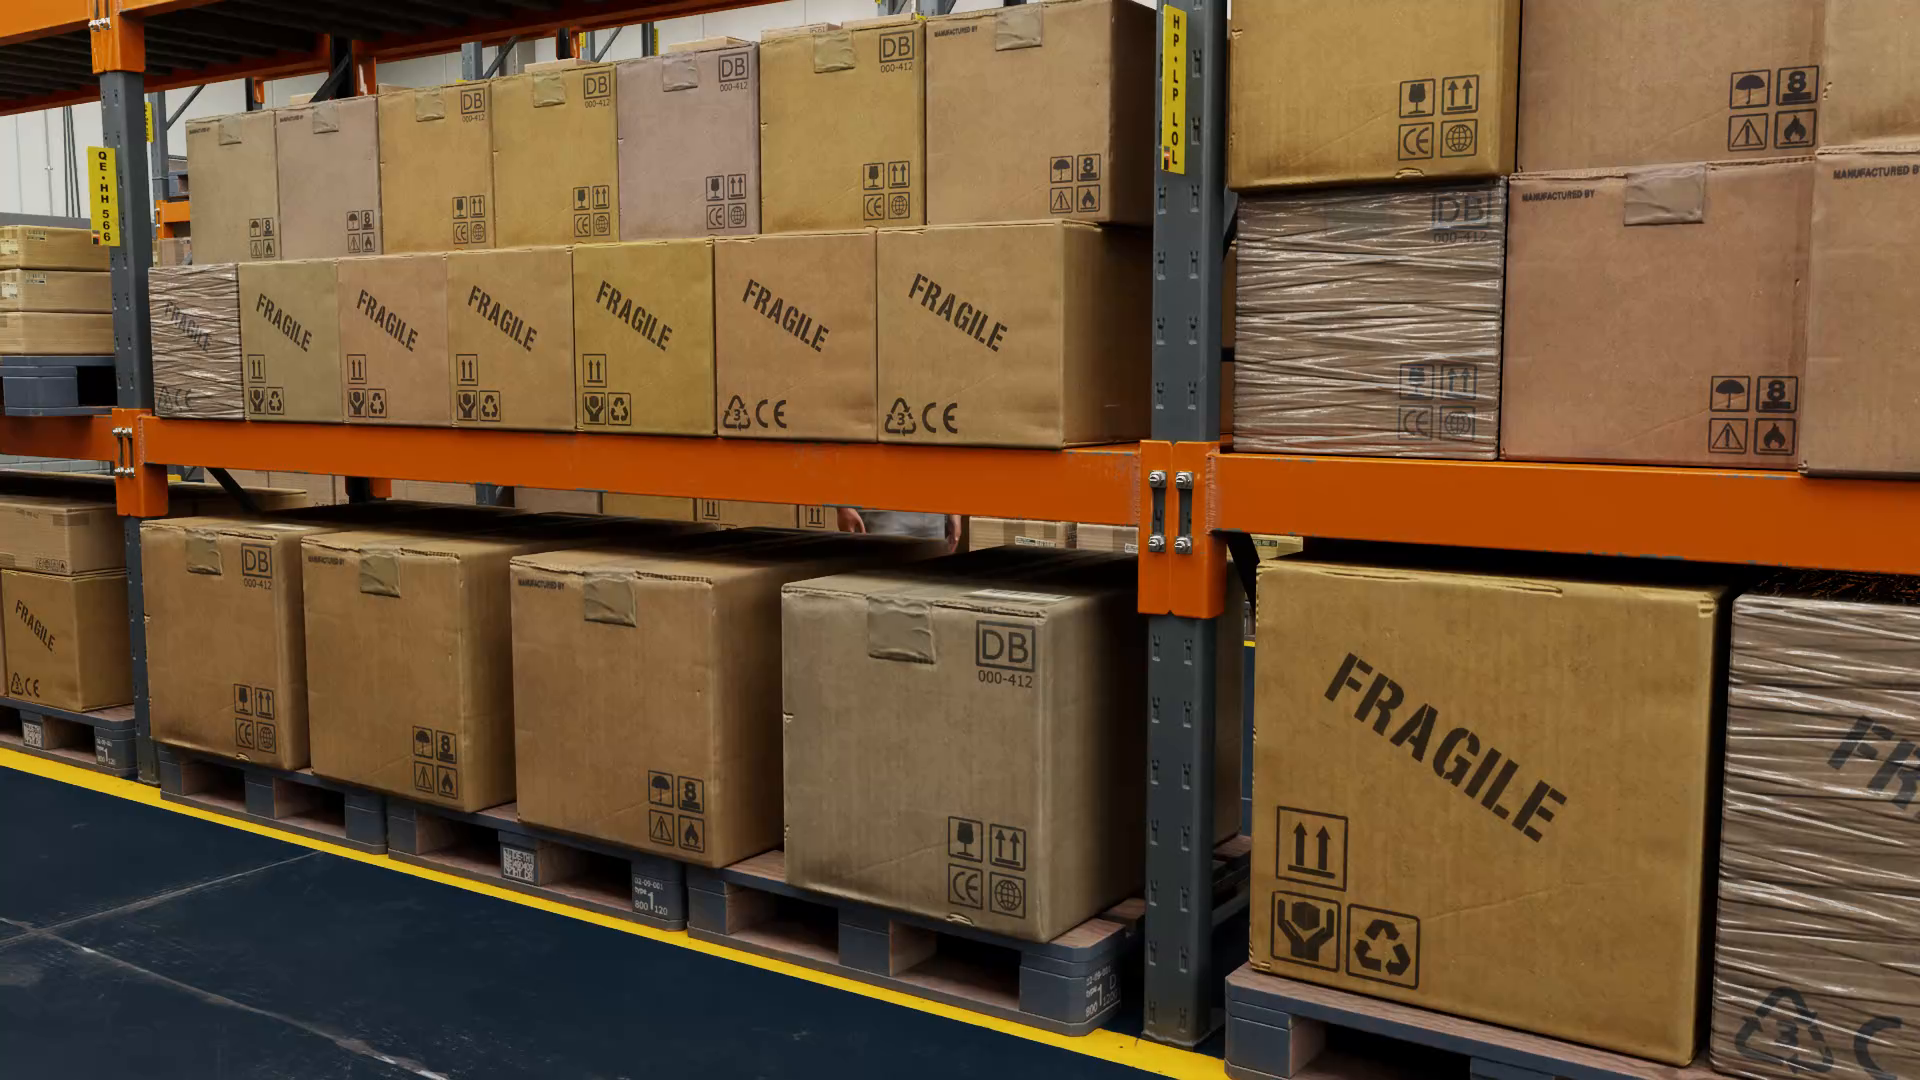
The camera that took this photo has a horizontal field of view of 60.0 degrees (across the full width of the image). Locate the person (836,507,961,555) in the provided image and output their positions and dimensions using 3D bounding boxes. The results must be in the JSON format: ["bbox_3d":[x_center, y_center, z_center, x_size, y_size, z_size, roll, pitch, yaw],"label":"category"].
[{"bbox_3d":[-0.201,-0.095,6.383,0.641,1.781,0.574,-6,9,-44],"label":"person"}]
